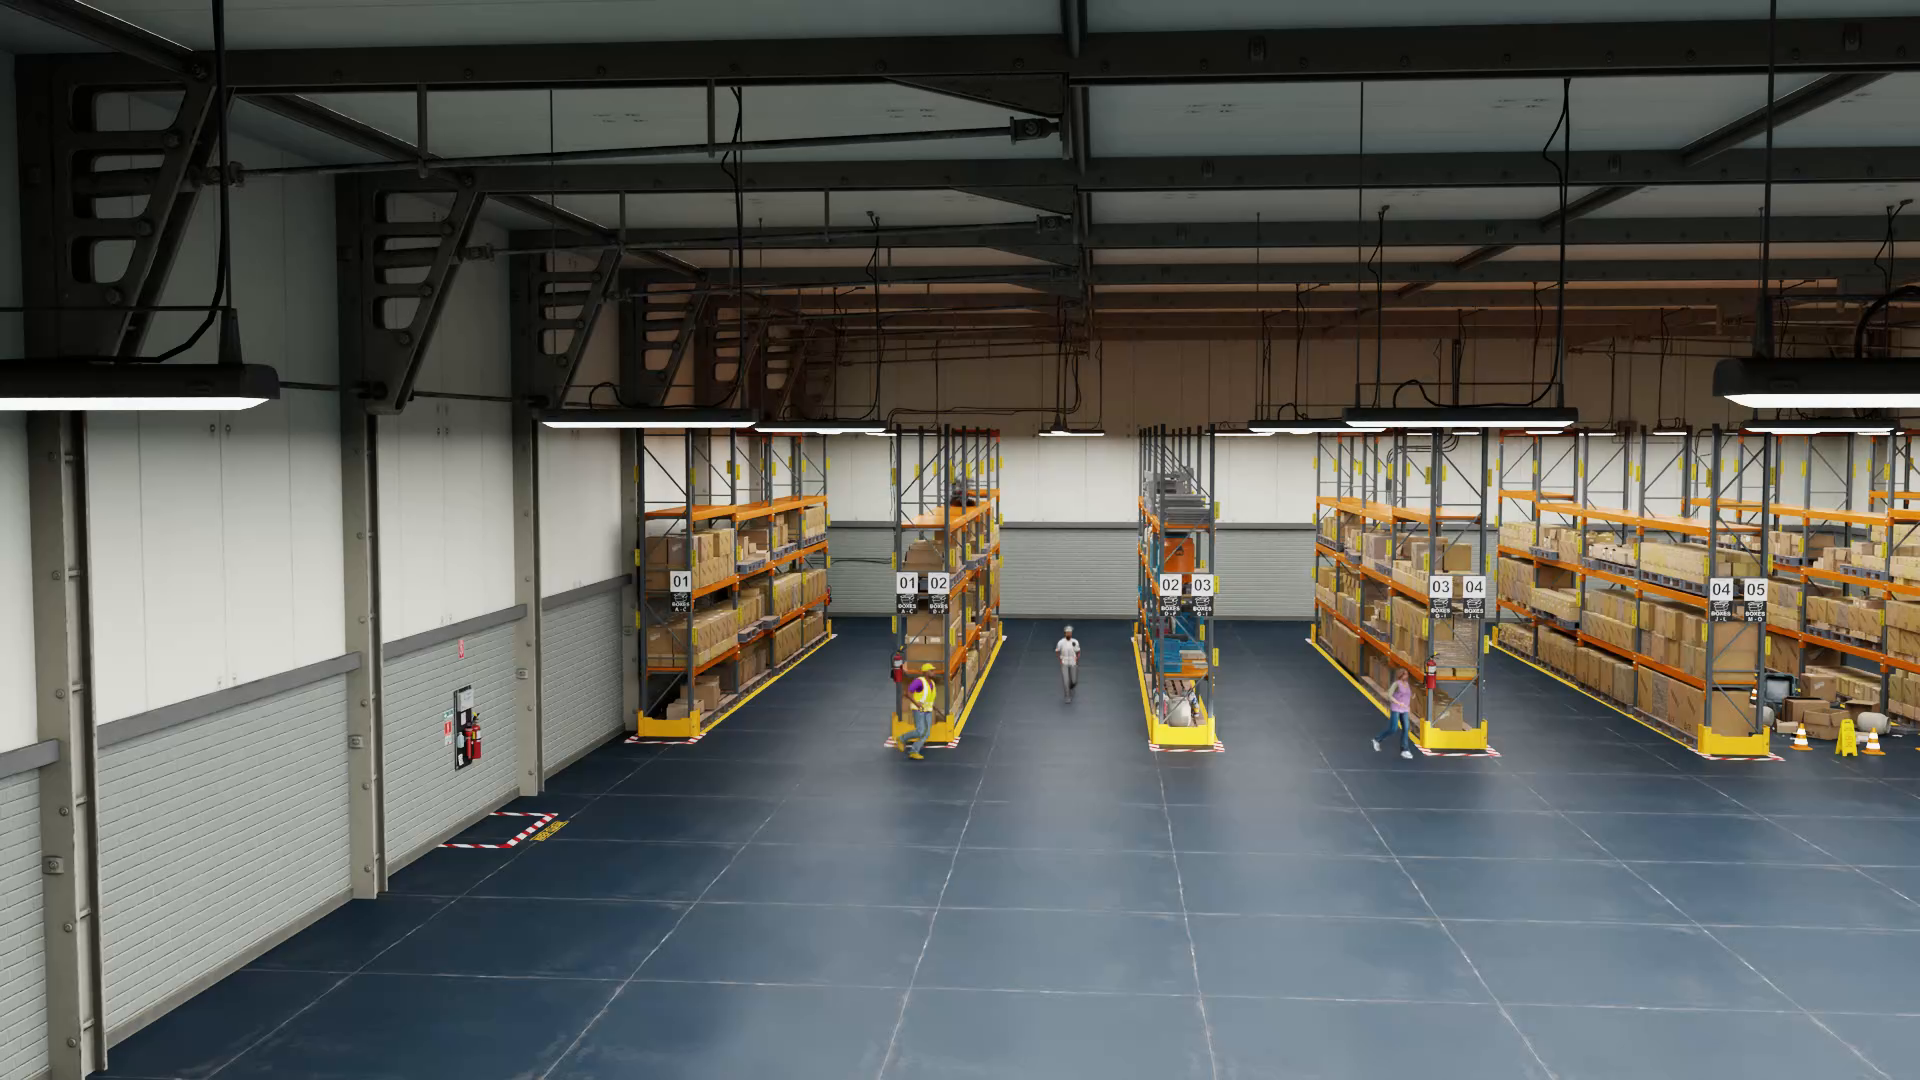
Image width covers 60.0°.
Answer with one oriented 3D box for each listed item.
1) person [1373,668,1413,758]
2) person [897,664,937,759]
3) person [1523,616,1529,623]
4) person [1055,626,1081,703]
[{"bbox_3d":[7.946,3.108,30.010,0.602,1.547,0.874,-2,4,-33],"label":"person"},{"bbox_3d":[-0.726,3.061,30.022,0.608,1.677,0.739,3,4,39],"label":"person"},{"bbox_3d":[16.266,2.042,47.421,0.507,1.596,0.808,3,4,38],"label":"person"},{"bbox_3d":[2.349,2.691,36.208,0.574,1.649,0.586,0,3,-2],"label":"person"}]
